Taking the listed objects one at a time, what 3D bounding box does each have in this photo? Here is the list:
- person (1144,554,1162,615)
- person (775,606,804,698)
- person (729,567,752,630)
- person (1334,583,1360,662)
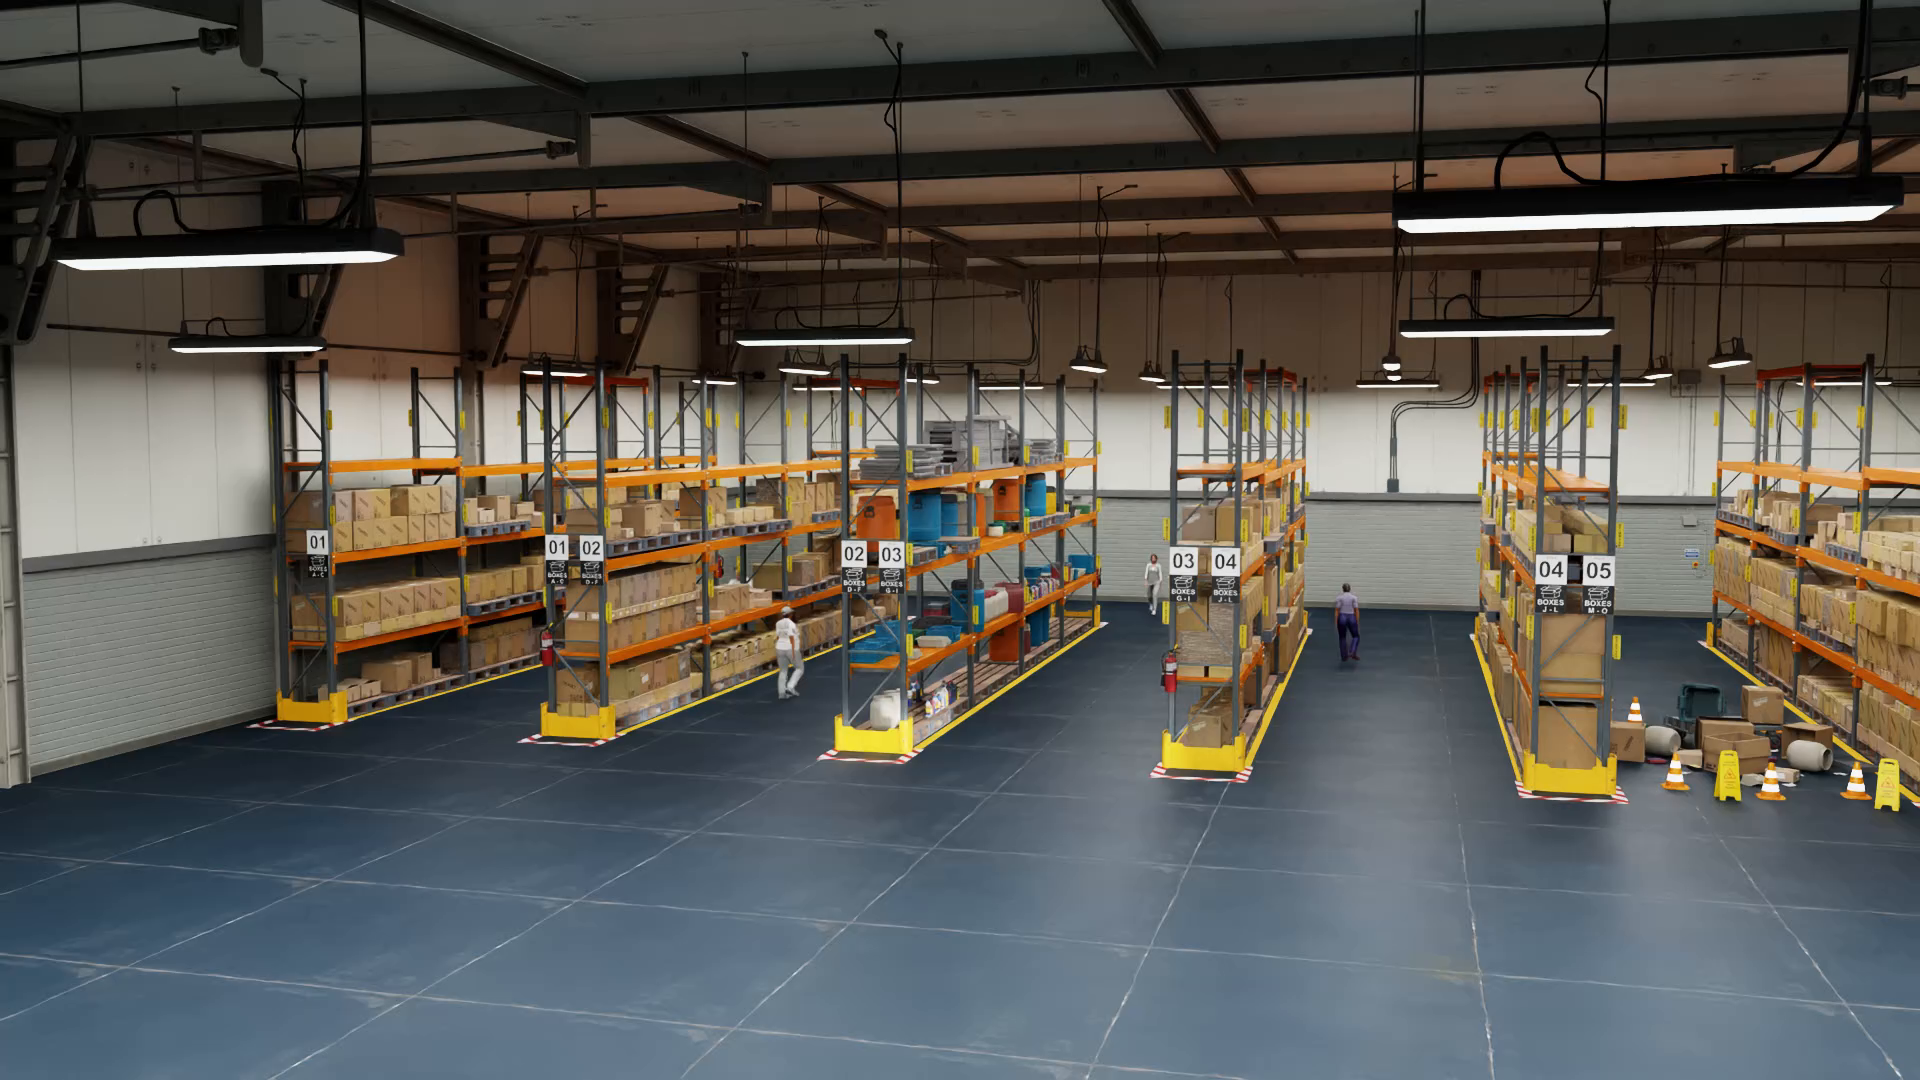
[{"bbox_3d":[4.994,1.122,42.887,0.430,1.551,0.899,1,4,14],"label":"person"},{"bbox_3d":[-3.093,2.017,29.935,0.538,1.652,0.475,2,5,27],"label":"person"},{"bbox_3d":[-4.984,1.438,37.328,0.533,1.701,1.077,1,4,18],"label":"person"},{"bbox_3d":[8.033,1.711,34.464,0.535,1.645,0.506,1,4,12],"label":"person"}]
